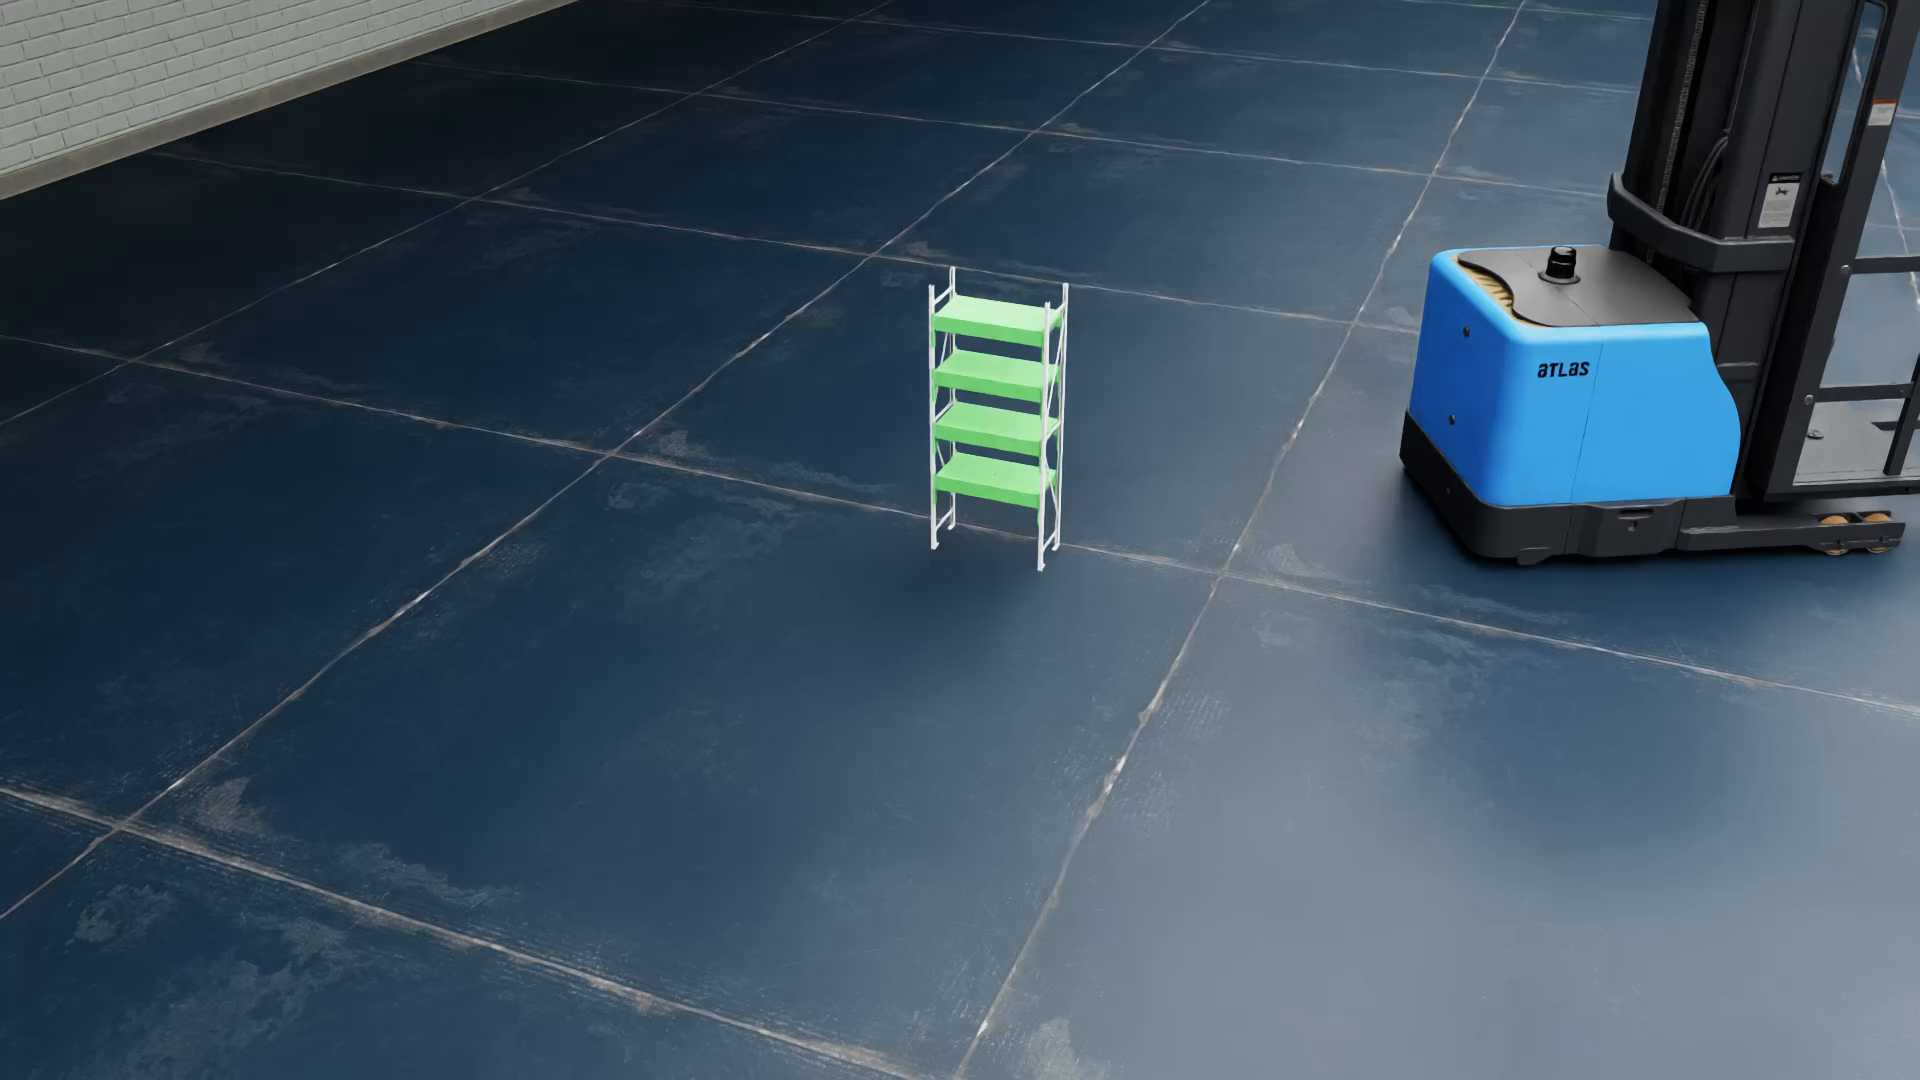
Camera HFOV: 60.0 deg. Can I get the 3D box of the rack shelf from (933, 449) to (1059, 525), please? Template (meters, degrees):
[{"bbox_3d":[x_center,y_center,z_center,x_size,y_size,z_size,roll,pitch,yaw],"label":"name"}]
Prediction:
[{"bbox_3d":[0.153,-0.227,7.050,0.480,0.148,0.258,11,31,19],"label":"rack shelf"}]

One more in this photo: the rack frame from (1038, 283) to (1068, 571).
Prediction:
[{"bbox_3d":[0.379,-0.447,6.821,0.015,1.200,0.240,11,31,19],"label":"rack frame"}]

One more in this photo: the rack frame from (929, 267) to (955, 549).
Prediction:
[{"bbox_3d":[-0.073,-0.537,6.980,0.015,1.200,0.240,11,31,19],"label":"rack frame"}]

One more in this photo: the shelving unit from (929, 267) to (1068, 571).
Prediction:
[{"bbox_3d":[0.153,-0.492,6.901,0.503,1.200,0.258,11,31,19],"label":"shelving unit"}]

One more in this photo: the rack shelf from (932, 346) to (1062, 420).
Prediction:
[{"bbox_3d":[0.153,-0.645,6.814,0.480,0.148,0.258,11,31,19],"label":"rack shelf"}]

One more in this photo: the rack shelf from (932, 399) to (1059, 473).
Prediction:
[{"bbox_3d":[0.153,-0.436,6.932,0.480,0.148,0.258,11,31,19],"label":"rack shelf"}]

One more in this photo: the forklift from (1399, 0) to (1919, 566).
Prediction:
[{"bbox_3d":[3.610,-1.467,6.867,3.031,2.935,1.130,-3,30,-5],"label":"forklift"}]

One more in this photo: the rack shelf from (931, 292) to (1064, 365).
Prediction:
[{"bbox_3d":[0.153,-0.854,6.696,0.480,0.148,0.258,11,31,19],"label":"rack shelf"}]
